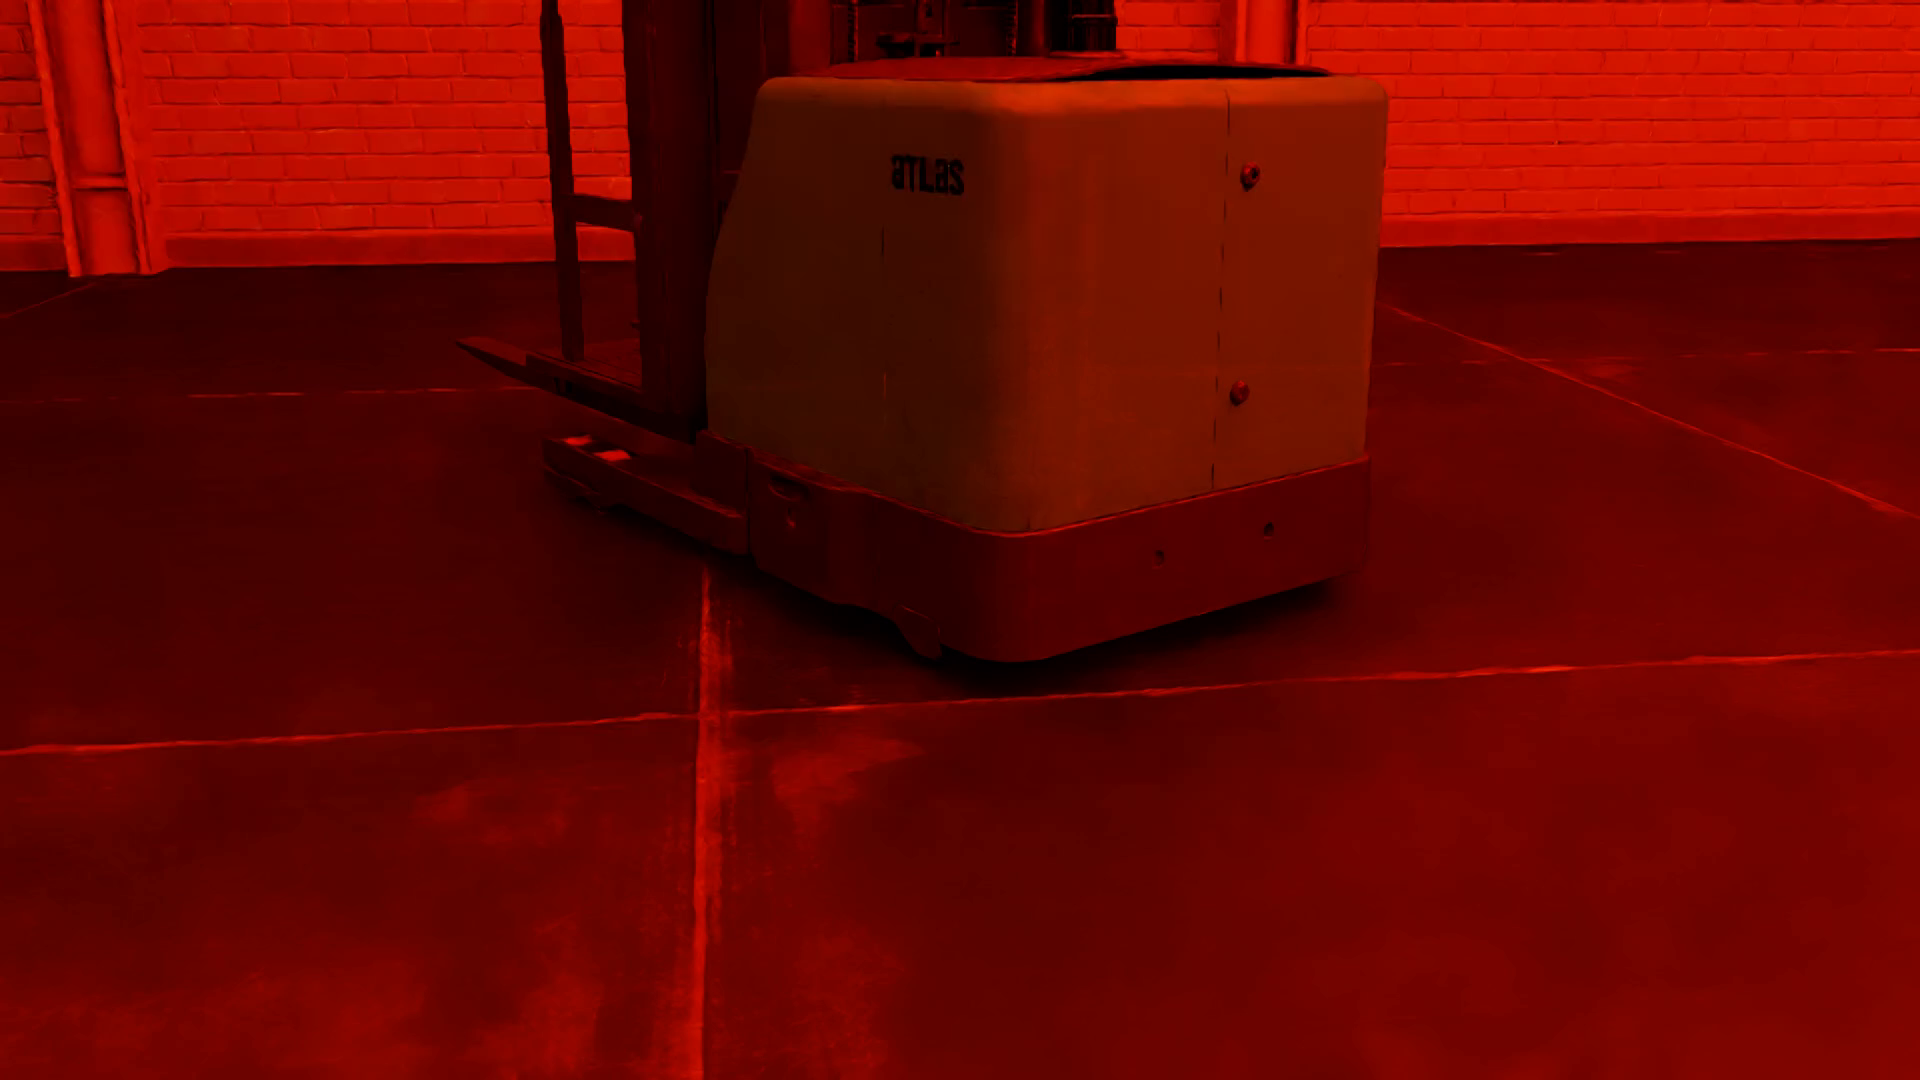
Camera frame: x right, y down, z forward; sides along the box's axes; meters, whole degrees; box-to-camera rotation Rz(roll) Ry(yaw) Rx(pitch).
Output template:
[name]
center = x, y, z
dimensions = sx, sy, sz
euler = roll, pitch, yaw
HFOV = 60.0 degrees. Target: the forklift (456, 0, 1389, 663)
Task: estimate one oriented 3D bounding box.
[forklift]
center = -0.428, -1.540, 3.998
dimensions = 1.130, 2.935, 3.031
euler = -12, 21, -35
